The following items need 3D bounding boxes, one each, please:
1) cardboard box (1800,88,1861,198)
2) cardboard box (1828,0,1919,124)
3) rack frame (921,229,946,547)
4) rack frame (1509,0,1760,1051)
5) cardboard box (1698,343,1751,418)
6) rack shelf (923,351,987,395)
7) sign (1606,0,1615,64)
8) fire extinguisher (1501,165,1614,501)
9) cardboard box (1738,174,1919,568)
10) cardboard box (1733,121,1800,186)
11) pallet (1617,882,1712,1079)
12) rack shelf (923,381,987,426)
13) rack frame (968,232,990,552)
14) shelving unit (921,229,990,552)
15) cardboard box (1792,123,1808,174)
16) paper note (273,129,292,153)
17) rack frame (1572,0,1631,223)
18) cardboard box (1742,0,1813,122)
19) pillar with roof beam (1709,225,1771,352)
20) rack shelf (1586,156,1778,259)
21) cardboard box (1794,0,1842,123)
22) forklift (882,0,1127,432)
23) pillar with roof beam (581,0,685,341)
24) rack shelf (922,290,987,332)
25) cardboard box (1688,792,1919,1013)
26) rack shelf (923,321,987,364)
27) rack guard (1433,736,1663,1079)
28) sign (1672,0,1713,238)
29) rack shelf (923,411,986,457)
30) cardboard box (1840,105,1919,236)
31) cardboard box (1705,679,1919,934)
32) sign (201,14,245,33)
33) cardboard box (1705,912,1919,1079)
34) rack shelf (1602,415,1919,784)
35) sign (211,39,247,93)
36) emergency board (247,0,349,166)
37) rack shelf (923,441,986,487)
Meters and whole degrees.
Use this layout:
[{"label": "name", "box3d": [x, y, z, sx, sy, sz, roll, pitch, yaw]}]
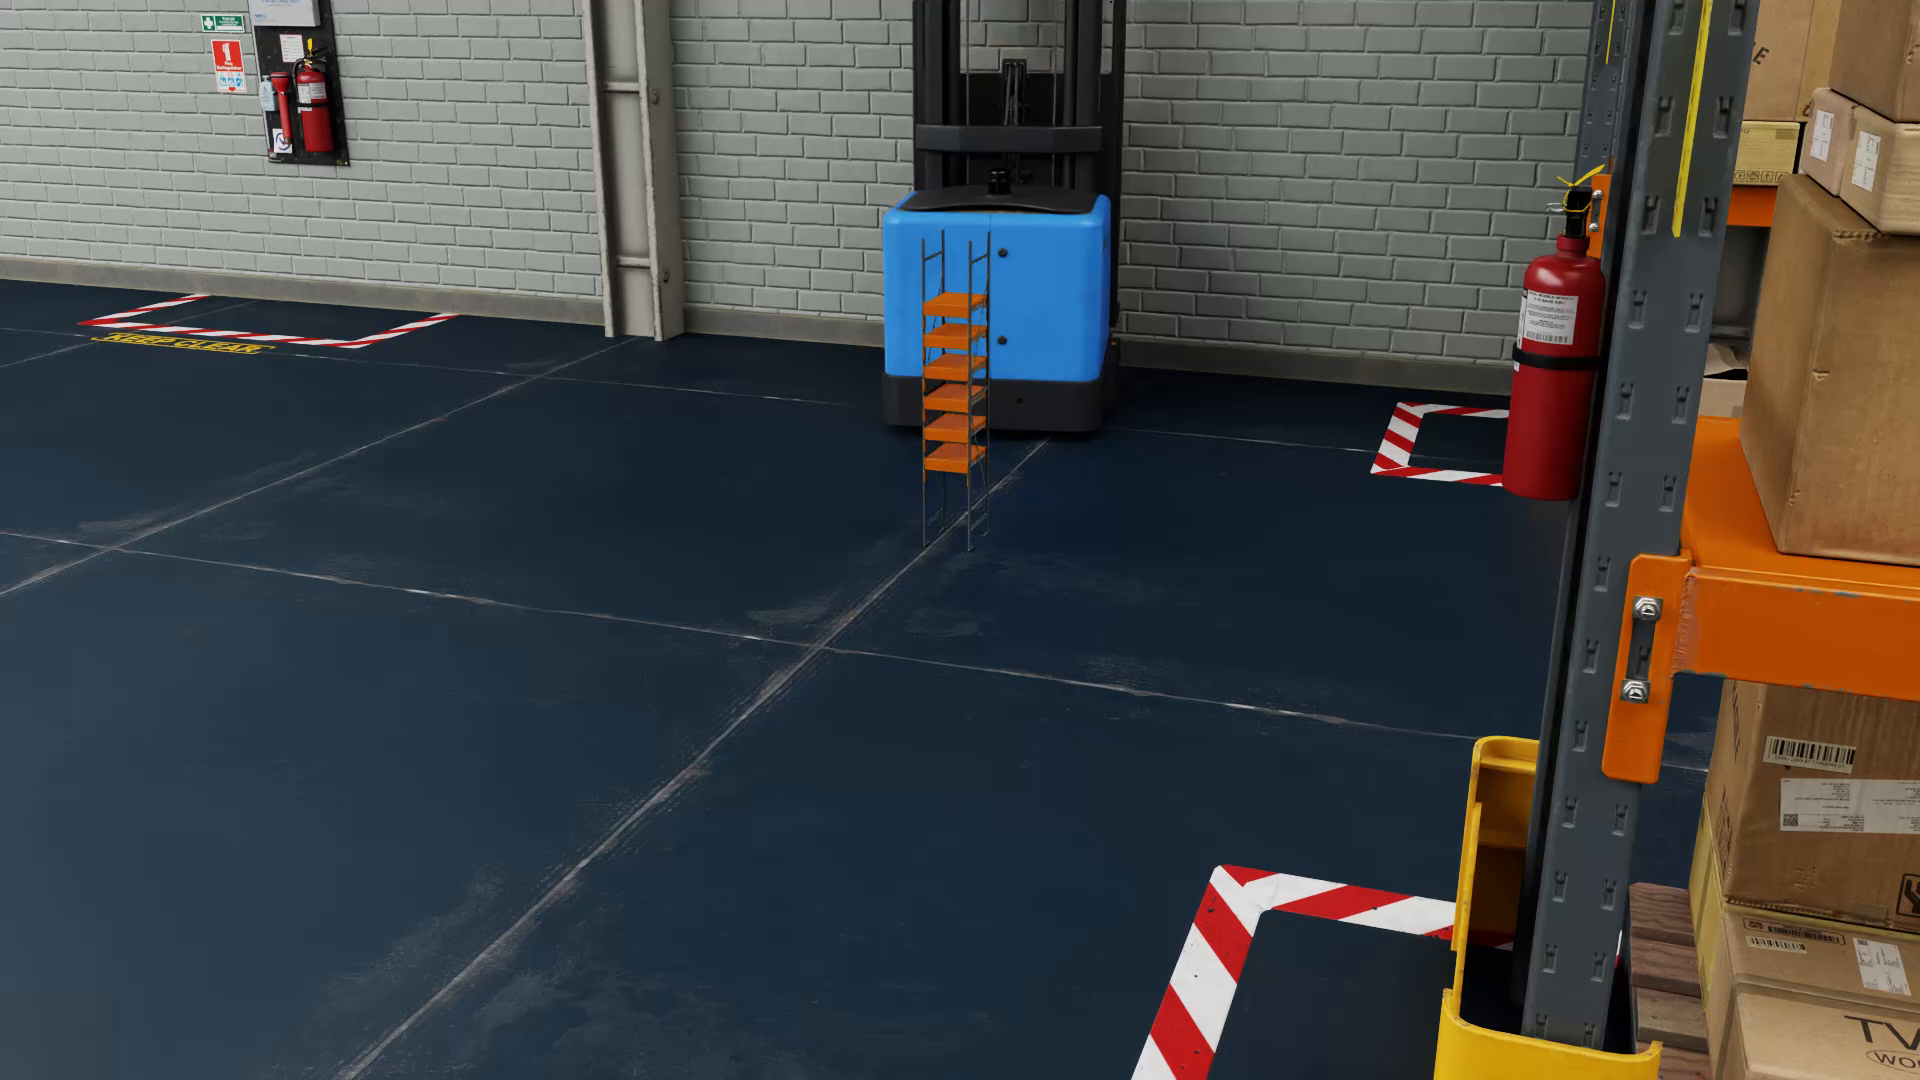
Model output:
[{"label": "cardboard box", "box3d": [1.596, -0.673, 2.814, 0.250, 0.149, 0.380, 6, 20, 17]}, {"label": "cardboard box", "box3d": [1.660, -0.902, 2.483, 0.500, 0.500, 0.700, 7, 20, 18]}, {"label": "rack frame", "box3d": [-0.100, -0.578, 6.412, 0.006, 1.200, 0.240, 7, 20, 18]}, {"label": "rack frame", "box3d": [1.173, -0.302, 2.885, 0.127, 3.000, 1.000, 7, 20, 18]}, {"label": "cardboard box", "box3d": [3.419, -0.678, 7.381, 0.500, 0.311, 0.500, 4, 20, 12]}, {"label": "rack shelf", "box3d": [-0.014, -0.639, 6.358, 0.180, 0.103, 0.258, 7, 20, 18]}, {"label": "sign", "box3d": [2.617, -2.083, 6.679, 0.005, 0.325, 0.100, 7, 20, 18]}, {"label": "fire extinguisher", "box3d": [1.214, -0.423, 3.349, 0.183, 0.674, 0.296, 7, 20, 18]}, {"label": "cardboard box", "box3d": [1.610, -0.295, 2.713, 0.500, 0.500, 0.700, 7, 20, 18]}, {"label": "cardboard box", "box3d": [3.152, -1.630, 6.892, 0.500, 0.250, 0.500, 6, 20, 16]}, {"label": "pallet", "box3d": [1.909, 1.084, 3.145, 1.213, 0.211, 1.003, 7, 20, 18]}, {"label": "rack shelf", "box3d": [-0.014, -0.526, 6.398, 0.180, 0.103, 0.258, 7, 20, 18]}, {"label": "rack frame", "box3d": [0.073, -0.558, 6.355, 0.006, 1.200, 0.240, 7, 20, 18]}, {"label": "shelving unit", "box3d": [-0.014, -0.568, 6.383, 0.189, 1.200, 0.258, 7, 20, 18]}, {"label": "cardboard box", "box3d": [3.647, -1.578, 6.744, 0.500, 0.250, 0.500, 6, 20, 16]}, {"label": "paper note", "box3d": [-4.394, -2.587, 10.780, 0.142, 0.148, 0.016, 7, 20, 18]}, {"label": "rack frame", "box3d": [2.795, -1.843, 7.305, 0.127, 3.000, 1.000, 7, 20, 18]}, {"label": "cardboard box", "box3d": [3.147, -1.990, 6.787, 0.500, 0.500, 0.500, 7, 20, 18]}, {"label": "pillar with roof beam", "box3d": [2.327, -3.530, 3.032, 0.400, 9.000, 9.100, 7, 20, 18]}, {"label": "rack shelf", "box3d": [4.684, -1.287, 6.804, 4.000, 0.370, 1.077, 7, 20, 18]}, {"label": "cardboard box", "box3d": [3.611, -1.934, 6.625, 0.500, 0.500, 0.500, 7, 20, 18]}, {"label": "forklift", "box3d": [0.332, -2.334, 8.819, 1.130, 2.935, 3.031, 2, 19, 7]}, {"label": "pillar with roof beam", "box3d": [-3.340, -4.178, 4.892, 0.400, 9.000, 9.100, 7, 20, 18]}, {"label": "rack shelf", "box3d": [-0.014, -0.866, 6.279, 0.180, 0.103, 0.258, 7, 20, 18]}, {"label": "cardboard box", "box3d": [1.776, 0.764, 3.366, 0.500, 0.250, 0.500, 7, 20, 18]}, {"label": "rack shelf", "box3d": [-0.014, -0.753, 6.319, 0.180, 0.103, 0.258, 7, 20, 18]}, {"label": "rack guard", "box3d": [1.150, 0.876, 3.304, 0.348, 0.500, 1.175, 7, 20, 18]}, {"label": "sign", "box3d": [0.985, -0.576, 2.237, 0.005, 0.325, 0.100, 7, 20, 18]}, {"label": "rack shelf", "box3d": [-0.014, -0.413, 6.437, 0.180, 0.103, 0.258, 7, 20, 18]}, {"label": "cardboard box", "box3d": [1.473, -0.546, 2.448, 0.250, 0.149, 0.380, 6, 20, 18]}, {"label": "cardboard box", "box3d": [1.777, 0.409, 3.245, 0.500, 0.500, 0.500, 7, 20, 18]}, {"label": "sign", "box3d": [-4.736, -3.318, 10.680, 0.331, 0.109, 0.001, 7, 20, 18]}, {"label": "cardboard box", "box3d": [1.607, 0.925, 2.904, 0.500, 0.250, 0.500, 7, 20, 18]}, {"label": "rack shelf", "box3d": [3.062, 0.254, 2.384, 4.000, 0.370, 1.077, 7, 20, 18]}, {"label": "sign", "box3d": [-4.738, -3.071, 10.776, 0.234, 0.329, 0.001, 7, 20, 18]}, {"label": "emergency board", "box3d": [-4.249, -2.963, 10.519, 0.643, 1.169, 0.194, 7, 20, 18]}, {"label": "rack shelf", "box3d": [-0.014, -0.300, 6.477, 0.180, 0.103, 0.258, 7, 20, 18]}]
